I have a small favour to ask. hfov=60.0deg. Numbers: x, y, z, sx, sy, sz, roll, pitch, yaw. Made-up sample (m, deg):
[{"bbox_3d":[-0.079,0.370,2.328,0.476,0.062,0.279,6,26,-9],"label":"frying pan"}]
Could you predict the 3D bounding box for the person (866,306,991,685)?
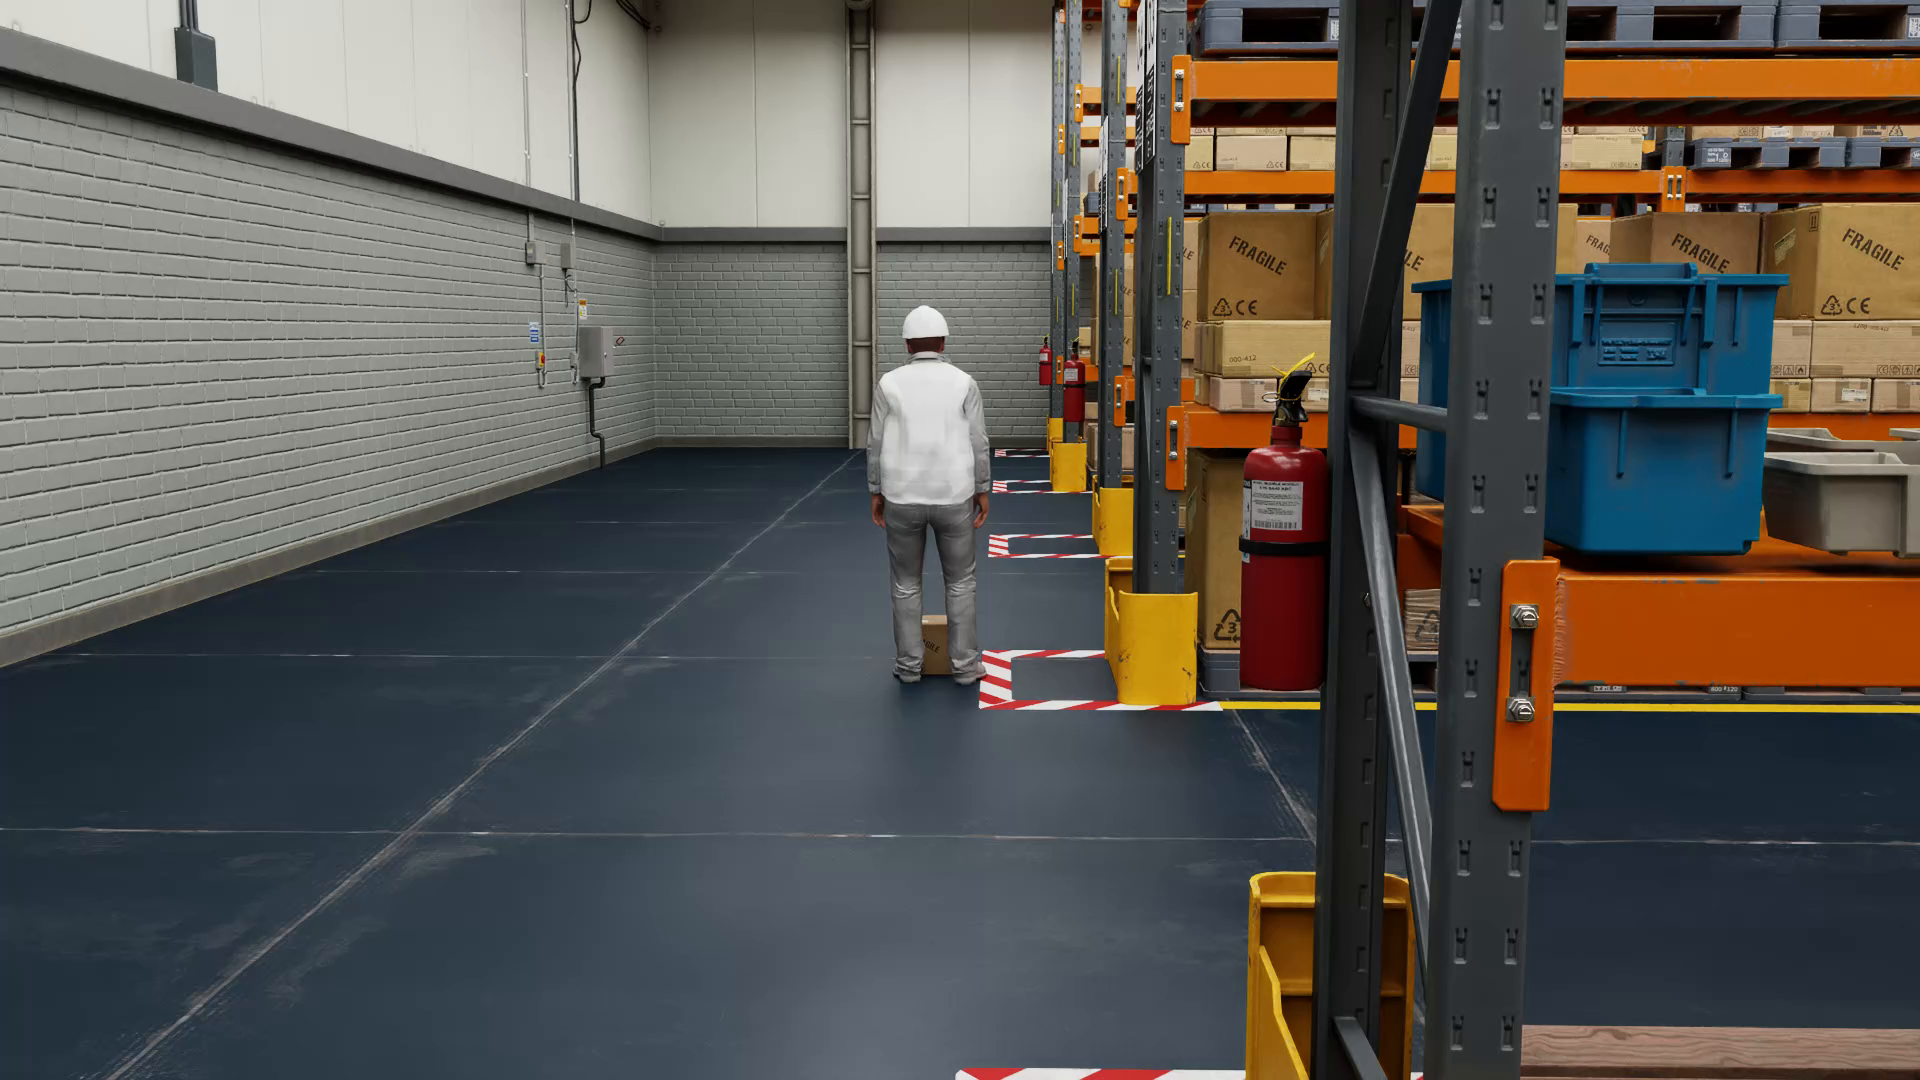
[{"bbox_3d":[-0.146,-0.207,7.815,0.580,1.770,0.466,0,7,1],"label":"person"}]
